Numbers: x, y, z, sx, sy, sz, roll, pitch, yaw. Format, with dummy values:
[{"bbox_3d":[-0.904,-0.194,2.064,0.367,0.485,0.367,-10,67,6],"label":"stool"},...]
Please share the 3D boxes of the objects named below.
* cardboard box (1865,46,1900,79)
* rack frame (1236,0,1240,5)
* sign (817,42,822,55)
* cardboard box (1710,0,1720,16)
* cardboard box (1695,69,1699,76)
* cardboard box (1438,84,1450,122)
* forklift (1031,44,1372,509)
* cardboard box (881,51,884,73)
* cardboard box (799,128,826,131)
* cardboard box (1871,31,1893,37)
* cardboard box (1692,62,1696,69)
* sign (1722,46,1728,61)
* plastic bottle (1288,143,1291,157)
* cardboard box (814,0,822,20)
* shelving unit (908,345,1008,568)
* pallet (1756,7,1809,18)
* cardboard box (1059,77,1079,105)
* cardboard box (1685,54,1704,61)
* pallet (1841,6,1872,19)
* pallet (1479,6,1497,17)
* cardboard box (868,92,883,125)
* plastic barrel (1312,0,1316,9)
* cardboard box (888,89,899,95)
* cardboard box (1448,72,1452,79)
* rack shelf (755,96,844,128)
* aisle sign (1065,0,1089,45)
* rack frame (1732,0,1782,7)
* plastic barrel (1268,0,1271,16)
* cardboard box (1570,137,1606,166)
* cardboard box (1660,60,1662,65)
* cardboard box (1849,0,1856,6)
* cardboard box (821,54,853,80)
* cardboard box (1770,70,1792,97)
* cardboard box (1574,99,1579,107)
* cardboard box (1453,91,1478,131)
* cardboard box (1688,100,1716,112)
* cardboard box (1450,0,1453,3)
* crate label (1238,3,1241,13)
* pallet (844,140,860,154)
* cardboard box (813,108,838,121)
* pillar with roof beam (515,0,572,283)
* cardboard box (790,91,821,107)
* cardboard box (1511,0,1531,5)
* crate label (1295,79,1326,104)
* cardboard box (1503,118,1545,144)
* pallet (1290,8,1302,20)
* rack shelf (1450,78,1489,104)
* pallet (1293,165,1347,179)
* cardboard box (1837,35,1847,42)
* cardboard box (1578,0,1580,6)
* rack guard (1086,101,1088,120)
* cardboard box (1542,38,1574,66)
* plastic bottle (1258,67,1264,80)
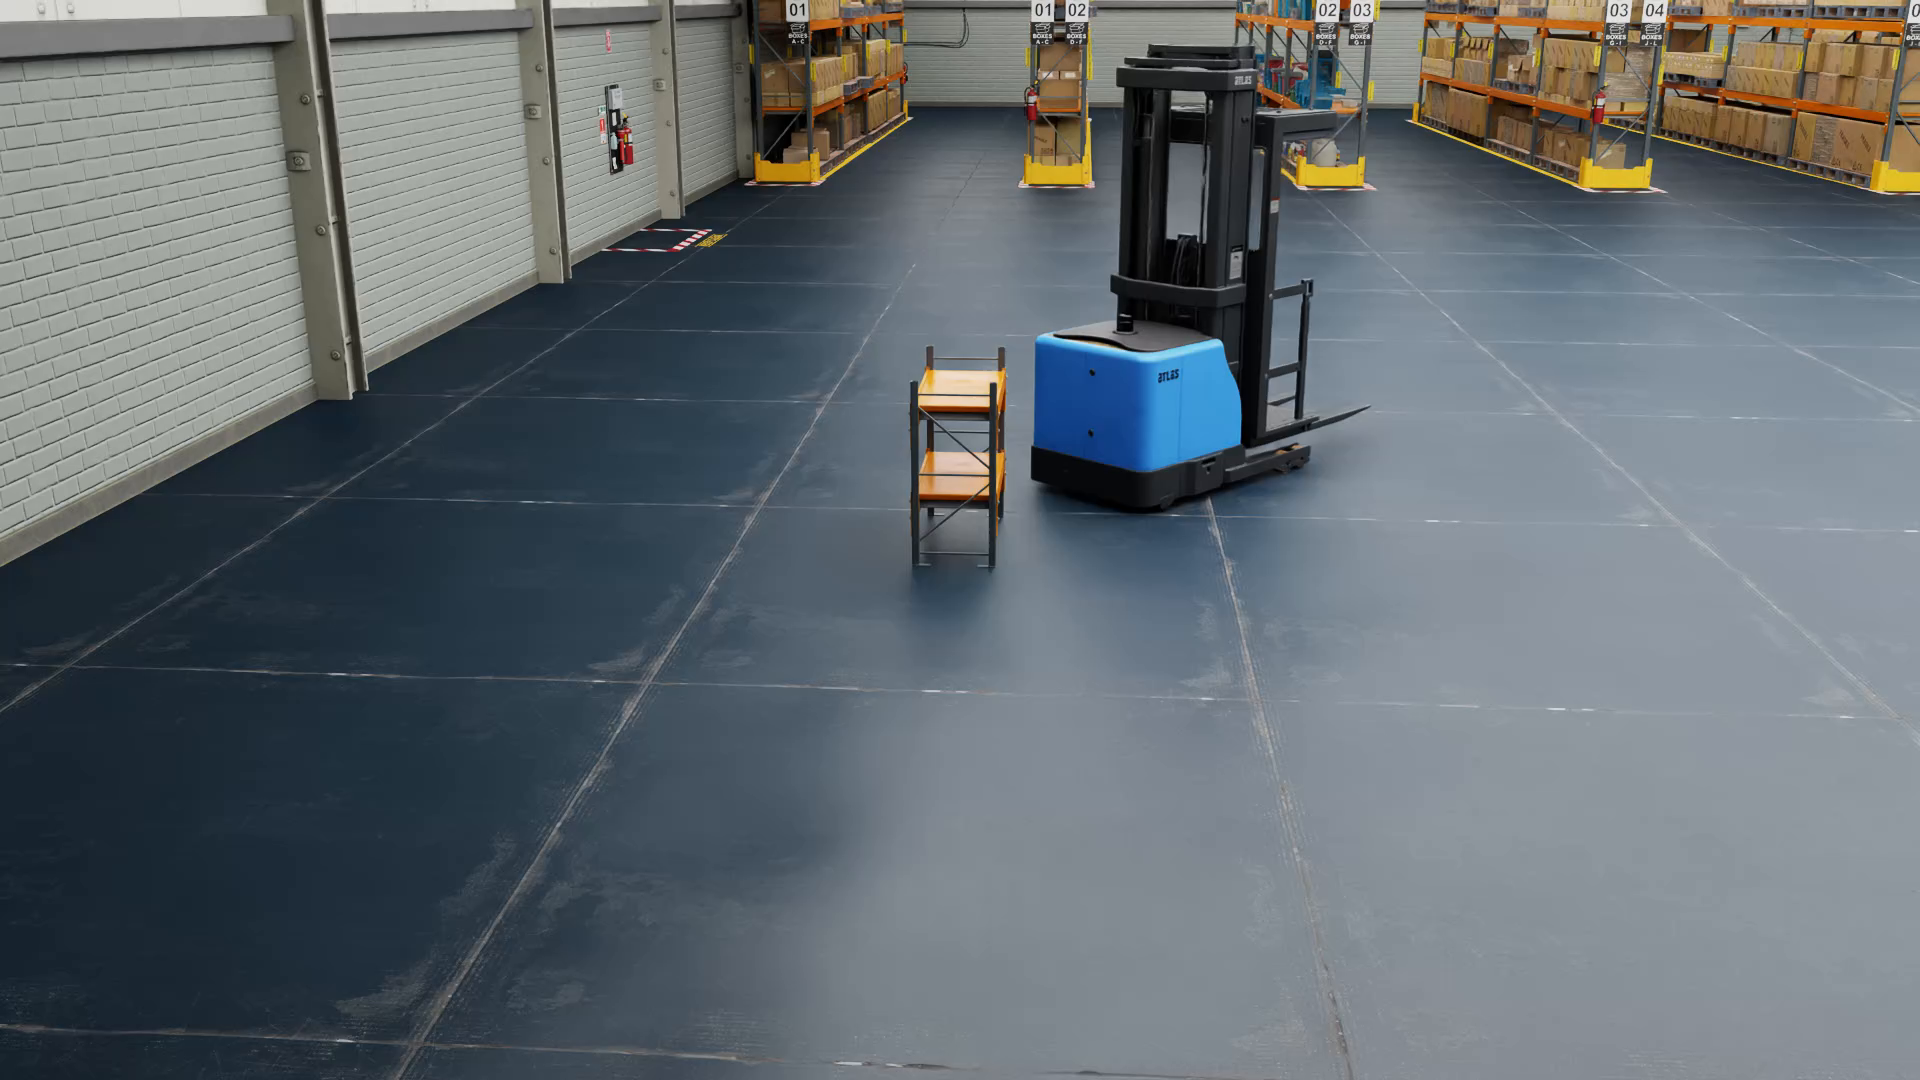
[{"bbox_3d":[16.589,-8.425,29.341,0.875,0.550,0.550,1,18,4],"label":"cardboard box"},{"bbox_3d":[7.844,-15.626,43.658,1.000,3.000,0.127,1,18,4],"label":"rack frame"},{"bbox_3d":[-3.165,-11.073,37.539,0.100,0.325,0.005,1,18,4],"label":"sign"},{"bbox_3d":[16.961,-11.849,36.789,0.500,0.500,0.500,1,18,4],"label":"cardboard box"},{"bbox_3d":[16.786,-10.515,37.426,0.380,0.149,0.250,1,18,3],"label":"cardboard box"},{"bbox_3d":[12.689,-11.095,42.202,0.875,0.875,0.875,1,18,4],"label":"cardboard box"},{"bbox_3d":[1.890,-1.970,11.728,3.031,2.935,1.130,-17,25,-42],"label":"forklift"},{"bbox_3d":[-2.133,-11.644,40.472,0.500,0.500,0.500,1,18,4],"label":"cardboard box"},{"bbox_3d":[-2.933,-7.967,33.228,0.500,0.500,0.500,0,18,0],"label":"cardboard box"},{"bbox_3d":[22.086,-12.134,39.830,0.380,0.149,0.250,1,18,3],"label":"cardboard box"},{"bbox_3d":[16.804,-10.742,37.641,0.380,0.149,0.250,1,18,4],"label":"cardboard box"},{"bbox_3d":[16.608,-10.559,36.099,0.100,0.325,0.005,1,18,4],"label":"sign"},{"bbox_3d":[6.445,-7.616,32.503,0.061,0.283,0.133,2,18,6],"label":"plastic bottle"},{"bbox_3d":[-2.838,-9.773,30.423,0.500,0.500,0.500,2,18,8],"label":"cardboard box"},{"bbox_3d":[0.000,-0.537,10.254,0.538,1.125,1.048,1,18,4],"label":"shelving unit"},{"bbox_3d":[17.080,-10.825,34.127,1.003,0.211,1.213,2,18,6],"label":"pallet"},{"bbox_3d":[1.835,-8.273,30.692,0.700,0.500,0.500,2,18,5],"label":"cardboard box"},{"bbox_3d":[16.843,-11.045,38.088,0.380,0.149,0.250,2,18,6],"label":"cardboard box"},{"bbox_3d":[16.704,-9.547,30.066,1.003,0.211,1.213,1,18,4],"label":"pallet"},{"bbox_3d":[12.204,-11.716,36.849,1.213,0.211,1.003,2,18,6],"label":"pallet"},{"bbox_3d":[-2.302,-10.451,40.278,0.750,0.750,0.750,2,18,6],"label":"cardboard box"},{"bbox_3d":[6.652,-9.877,29.954,0.600,0.588,0.600,0,18,0],"label":"plastic barrel"},{"bbox_3d":[-1.833,-11.973,44.444,0.380,0.149,0.250,2,18,5],"label":"cardboard box"},{"bbox_3d":[12.192,-11.405,40.814,0.380,0.149,0.250,1,18,4],"label":"cardboard box"},{"bbox_3d":[-3.042,-8.306,32.110,1.077,0.370,4.000,1,18,4],"label":"rack shelf"},{"bbox_3d":[2.057,-9.125,29.280,0.394,0.787,0.004,1,18,4],"label":"aisle sign"},{"bbox_3d":[17.150,-12.888,35.305,1.000,3.000,0.127,1,18,4],"label":"rack frame"},{"bbox_3d":[6.942,-11.679,36.252,0.421,0.512,0.421,0,18,0],"label":"plastic barrel"},{"bbox_3d":[11.771,-7.281,31.165,0.500,0.500,0.500,3,18,9],"label":"cardboard box"},{"bbox_3d":[17.190,-11.625,40.446,0.500,0.500,0.500,1,18,4],"label":"cardboard box"},{"bbox_3d":[16.389,-9.770,30.175,0.380,0.149,0.250,2,18,5],"label":"cardboard box"},{"bbox_3d":[-2.702,-10.234,35.972,0.700,0.500,0.500,1,18,4],"label":"cardboard box"},{"bbox_3d":[16.670,-9.168,33.423,0.500,0.500,0.500,1,18,3],"label":"cardboard box"},{"bbox_3d":[11.525,-8.057,30.599,0.380,0.149,0.250,1,18,4],"label":"cardboard box"},{"bbox_3d":[12.408,-10.135,39.274,1.225,0.875,0.875,1,18,2],"label":"cardboard box"},{"bbox_3d":[17.015,-9.938,38.072,0.500,0.250,0.500,2,18,5],"label":"cardboard box"},{"bbox_3d":[12.536,-13.553,41.155,0.700,0.500,0.500,2,18,7],"label":"cardboard box"},{"bbox_3d":[7.455,-13.850,43.296,0.408,0.251,0.502,1,18,4],"label":"crate label"},{"bbox_3d":[-2.759,-8.566,36.225,1.003,0.211,1.213,1,18,4],"label":"pallet"},{"bbox_3d":[-2.834,-9.012,35.214,0.500,0.250,0.500,1,18,3],"label":"cardboard box"},{"bbox_3d":[-0.564,-7.291,18.223,9.100,9.000,0.400,1,18,4],"label":"pillar with roof beam"},{"bbox_3d":[-2.833,-8.109,30.563,0.500,0.250,0.500,1,18,2],"label":"cardboard box"},{"bbox_3d":[11.851,-11.436,34.726,0.500,0.500,0.500,1,18,2],"label":"cardboard box"},{"bbox_3d":[6.559,-8.400,31.185,0.502,0.435,0.616,1,18,4],"label":"crate label"},{"bbox_3d":[12.155,-8.820,35.830,0.700,0.500,0.500,0,18,-1],"label":"cardboard box"},{"bbox_3d":[7.029,-10.157,32.090,1.213,0.211,1.003,1,18,4],"label":"pallet"},{"bbox_3d":[12.354,-10.459,38.680,1.077,0.370,4.000,1,18,4],"label":"rack shelf"},{"bbox_3d":[6.719,-6.757,30.706,1.003,0.211,1.213,1,18,4],"label":"pallet"},{"bbox_3d":[22.256,-12.347,41.522,0.500,0.500,0.500,1,18,4],"label":"cardboard box"},{"bbox_3d":[11.512,-9.820,30.358,0.380,0.149,0.250,0,18,1],"label":"cardboard box"},{"bbox_3d":[2.898,-11.675,45.251,1.175,0.500,0.348,1,18,4],"label":"rack guard"},{"bbox_3d":[11.638,-9.467,32.254,0.500,0.500,0.500,1,18,4],"label":"cardboard box"},{"bbox_3d":[7.008,-10.805,38.661,0.144,0.351,0.185,1,18,4],"label":"plastic bottle"}]
